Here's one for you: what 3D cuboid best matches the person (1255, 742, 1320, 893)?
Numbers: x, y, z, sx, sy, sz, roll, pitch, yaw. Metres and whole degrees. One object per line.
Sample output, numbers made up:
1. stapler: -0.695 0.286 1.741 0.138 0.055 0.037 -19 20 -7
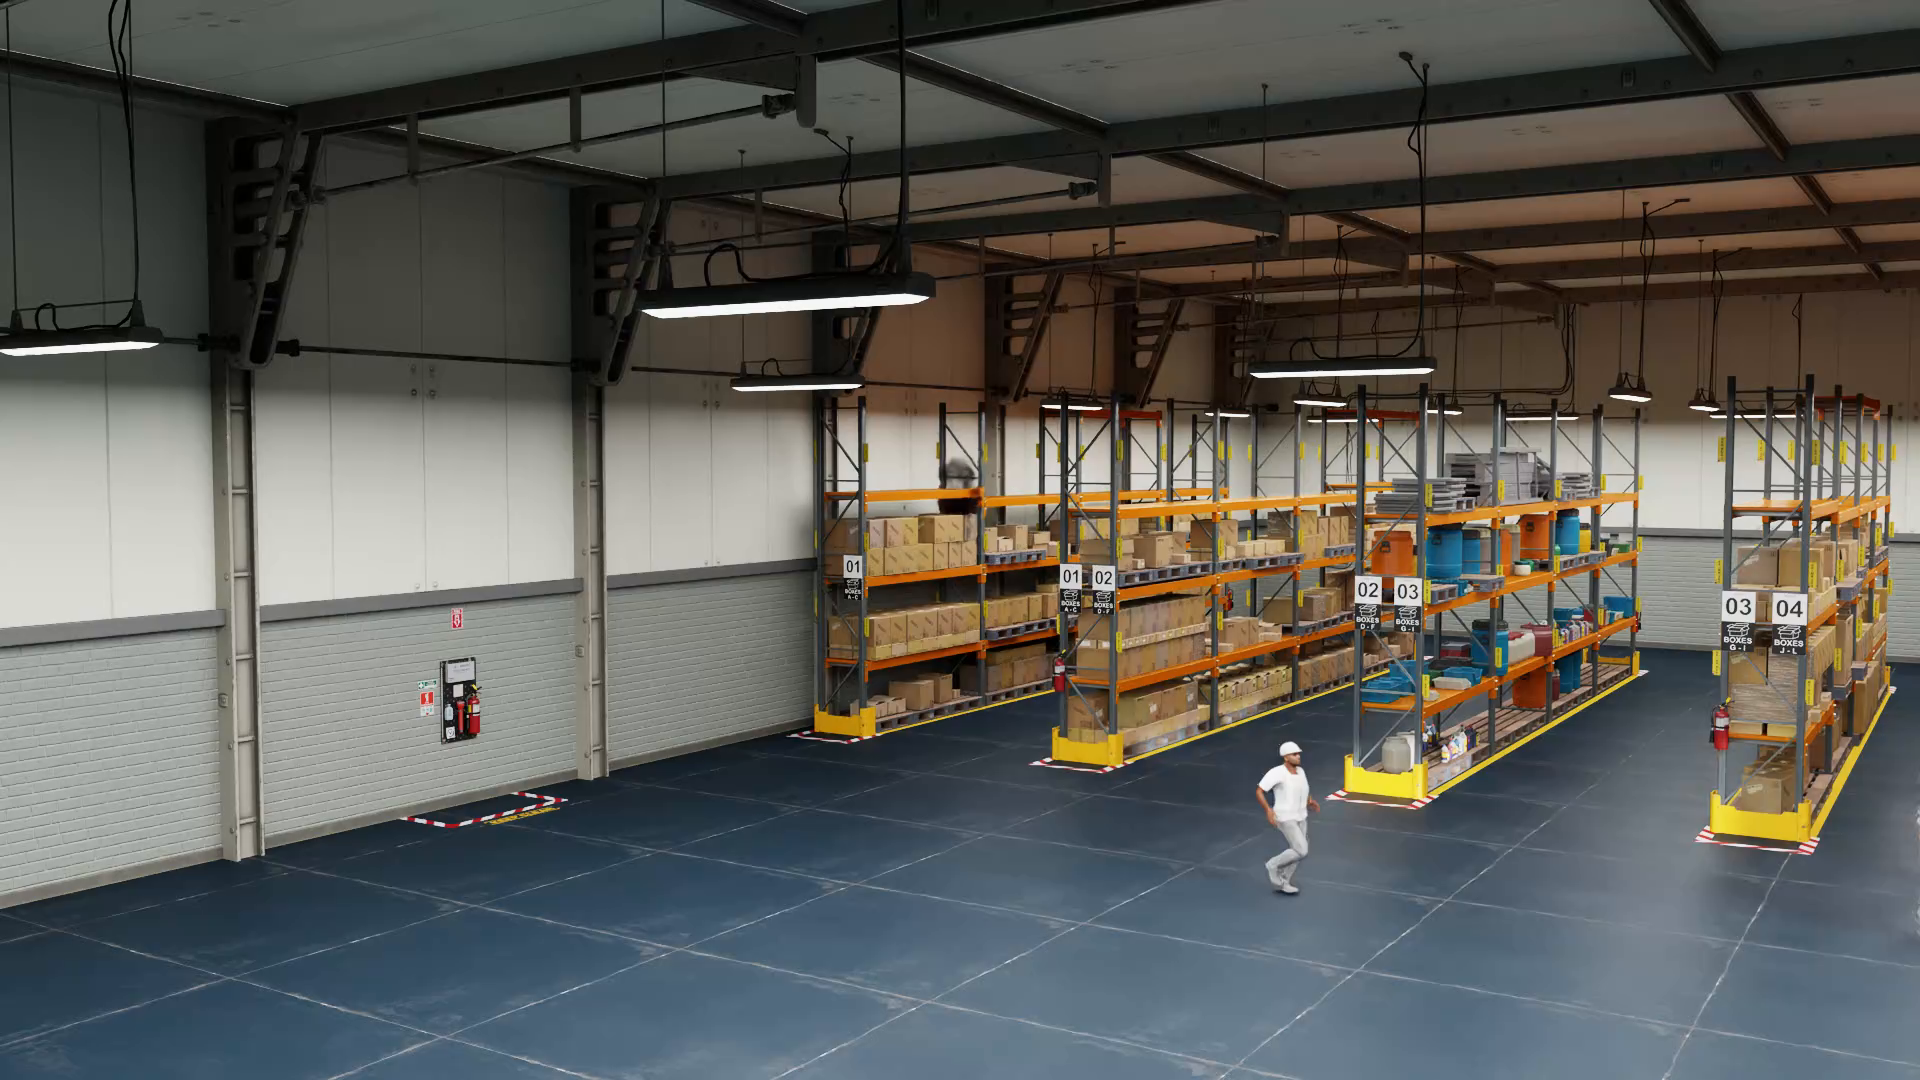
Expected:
1. person: 3.767 3.148 18.799 0.695 1.718 0.583 -3 4 -41
